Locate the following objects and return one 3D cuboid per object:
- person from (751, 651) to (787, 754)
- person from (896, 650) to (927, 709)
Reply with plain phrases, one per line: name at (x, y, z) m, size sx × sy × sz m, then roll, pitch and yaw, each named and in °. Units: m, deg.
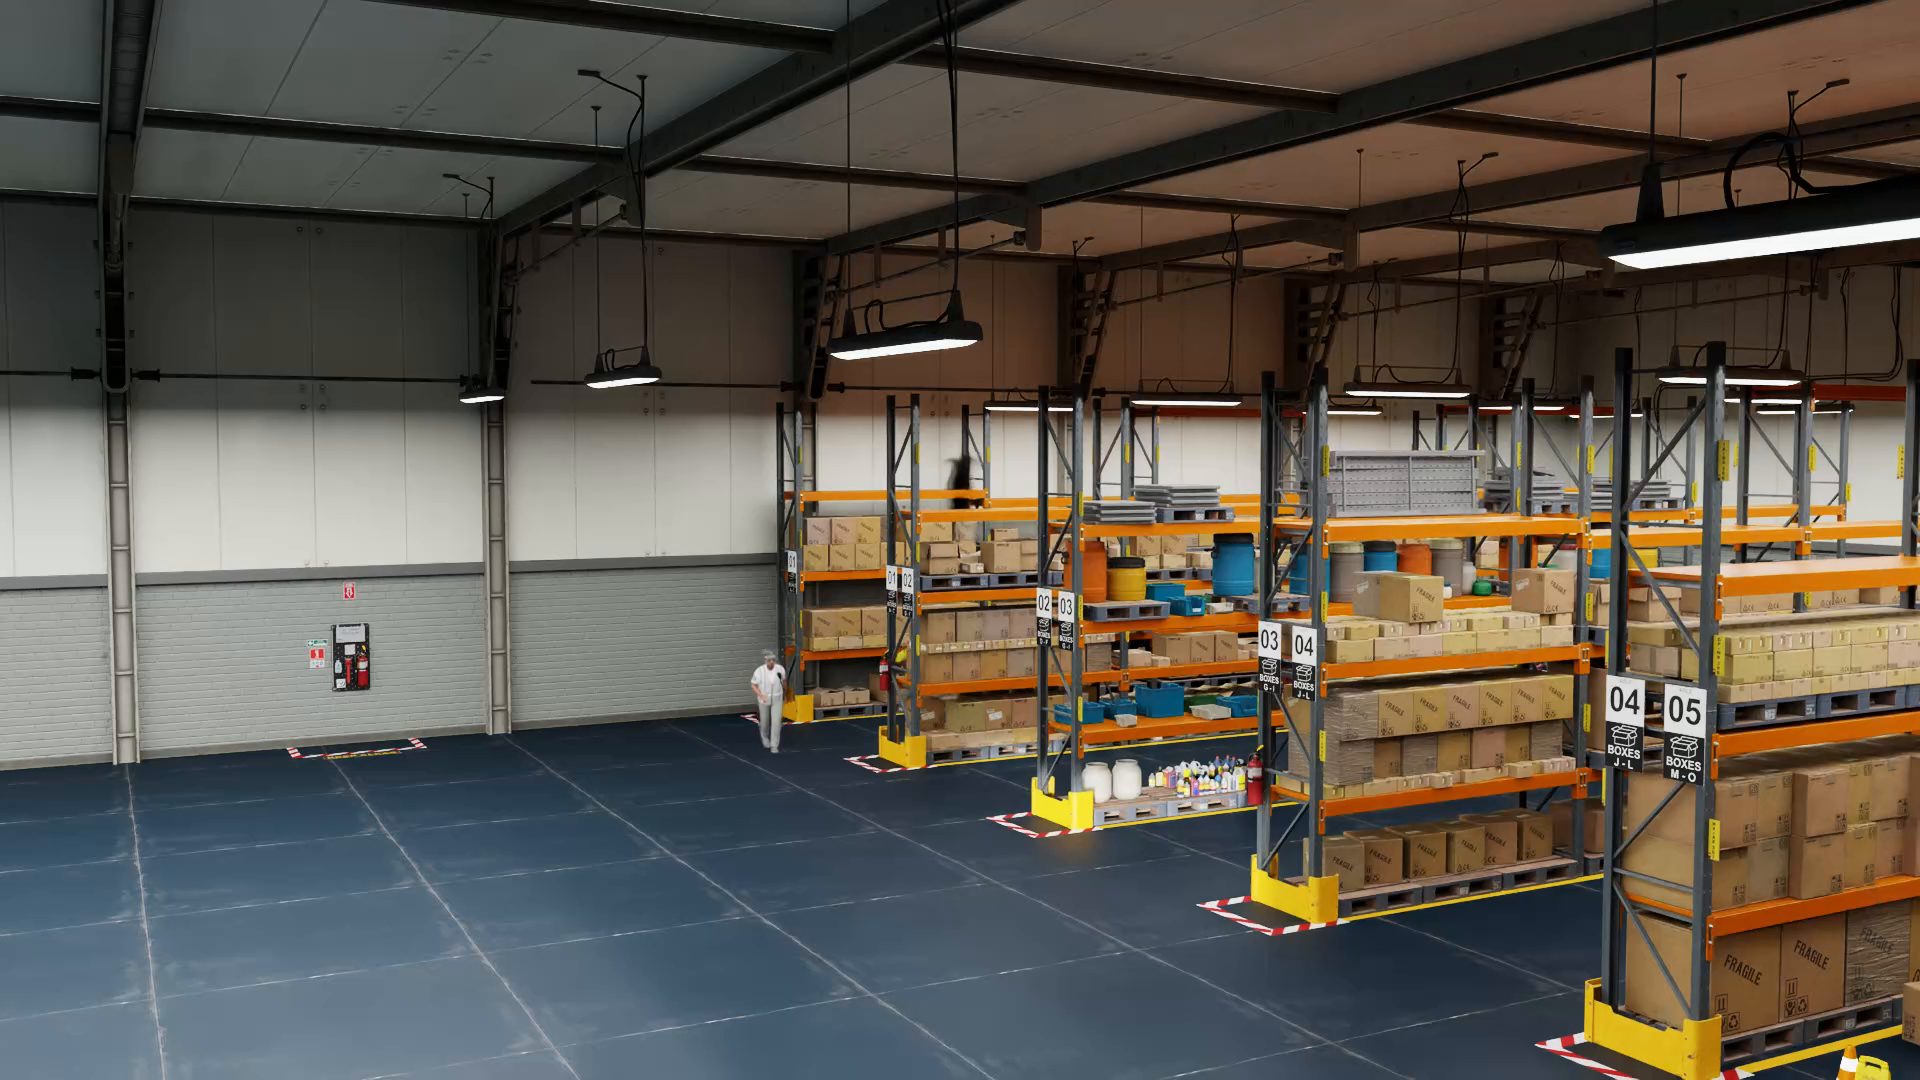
person at (-3.216, 2.705, 28.029) m, size 0.622 × 1.720 × 0.964 m, roll -1°, pitch 3°, yaw -10°
person at (-0.833, 2.703, 29.876) m, size 1.011 × 1.507 × 0.733 m, roll -2°, pitch 4°, yaw -34°
